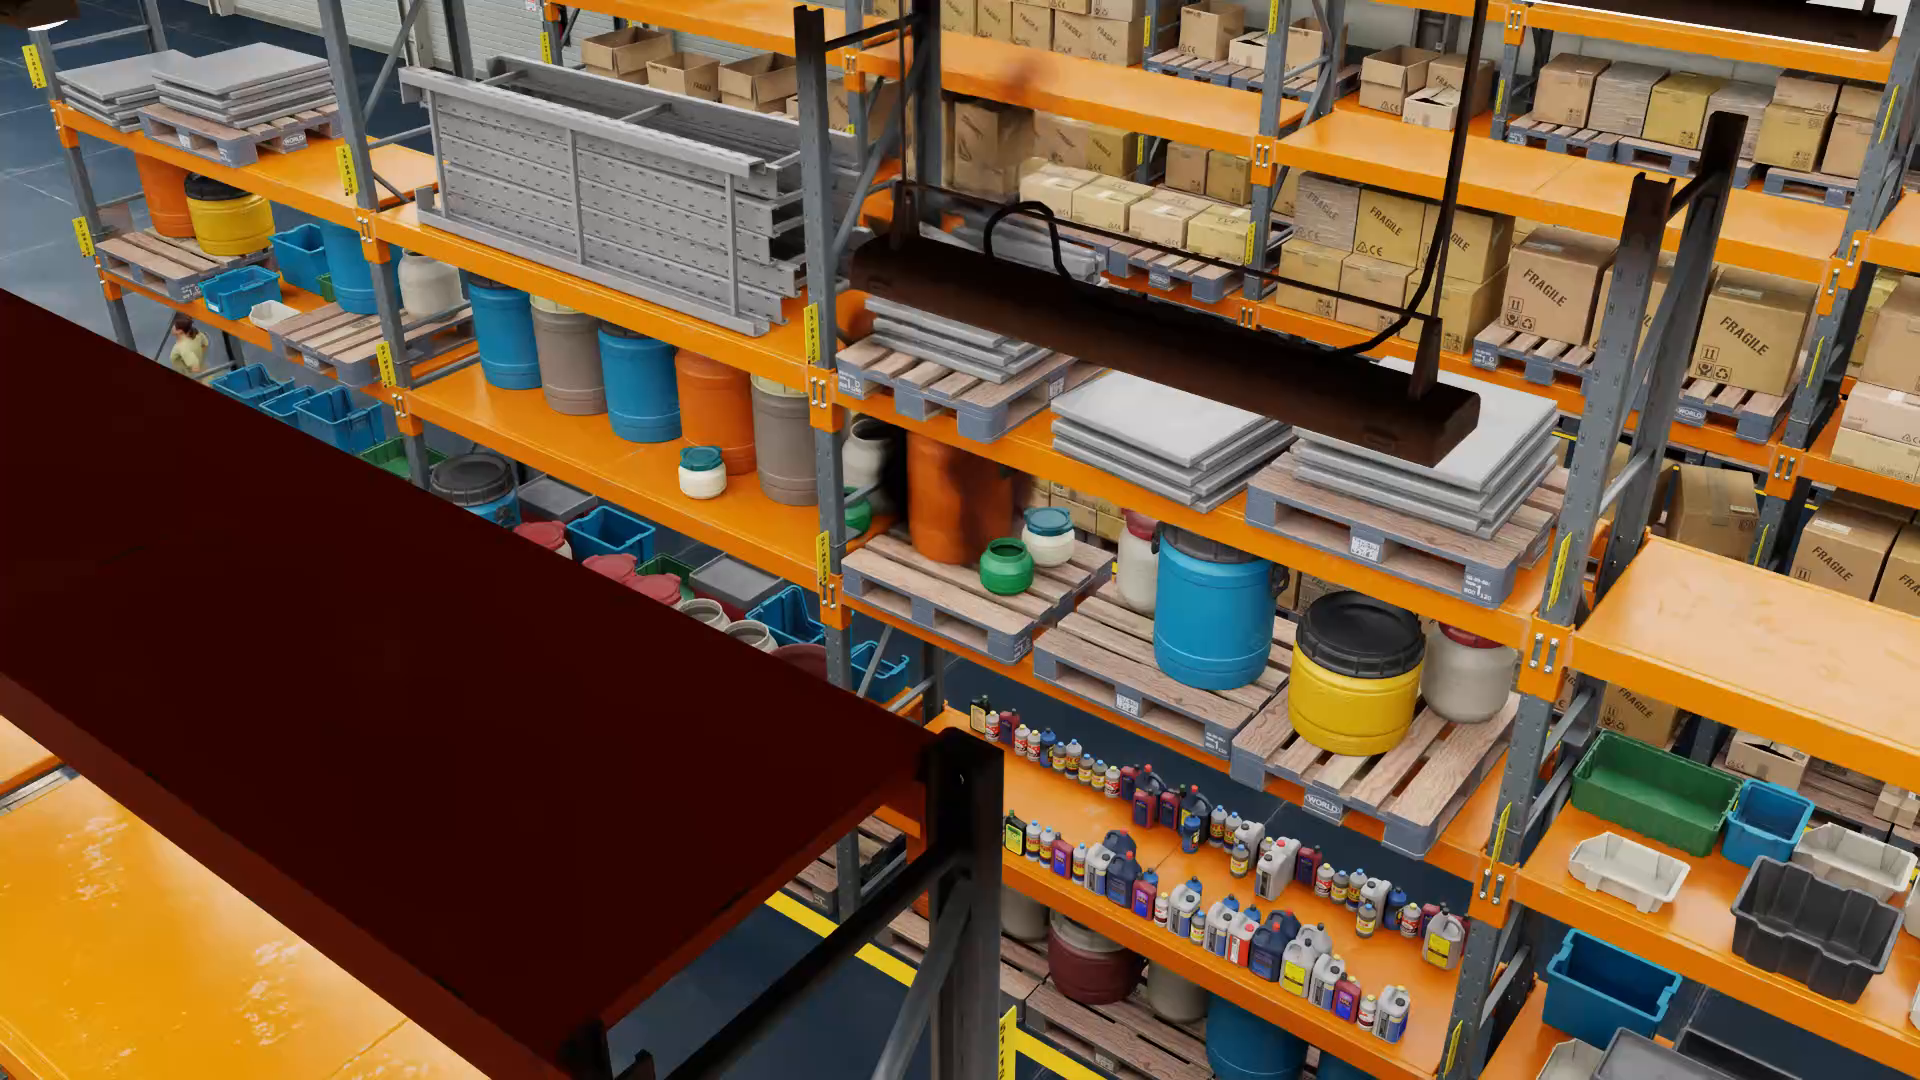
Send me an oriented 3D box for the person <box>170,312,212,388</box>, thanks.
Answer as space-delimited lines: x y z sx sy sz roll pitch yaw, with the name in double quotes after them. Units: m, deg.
-7.419 -1.491 16.157 0.832 1.618 0.634 -3 32 -5 "person"
